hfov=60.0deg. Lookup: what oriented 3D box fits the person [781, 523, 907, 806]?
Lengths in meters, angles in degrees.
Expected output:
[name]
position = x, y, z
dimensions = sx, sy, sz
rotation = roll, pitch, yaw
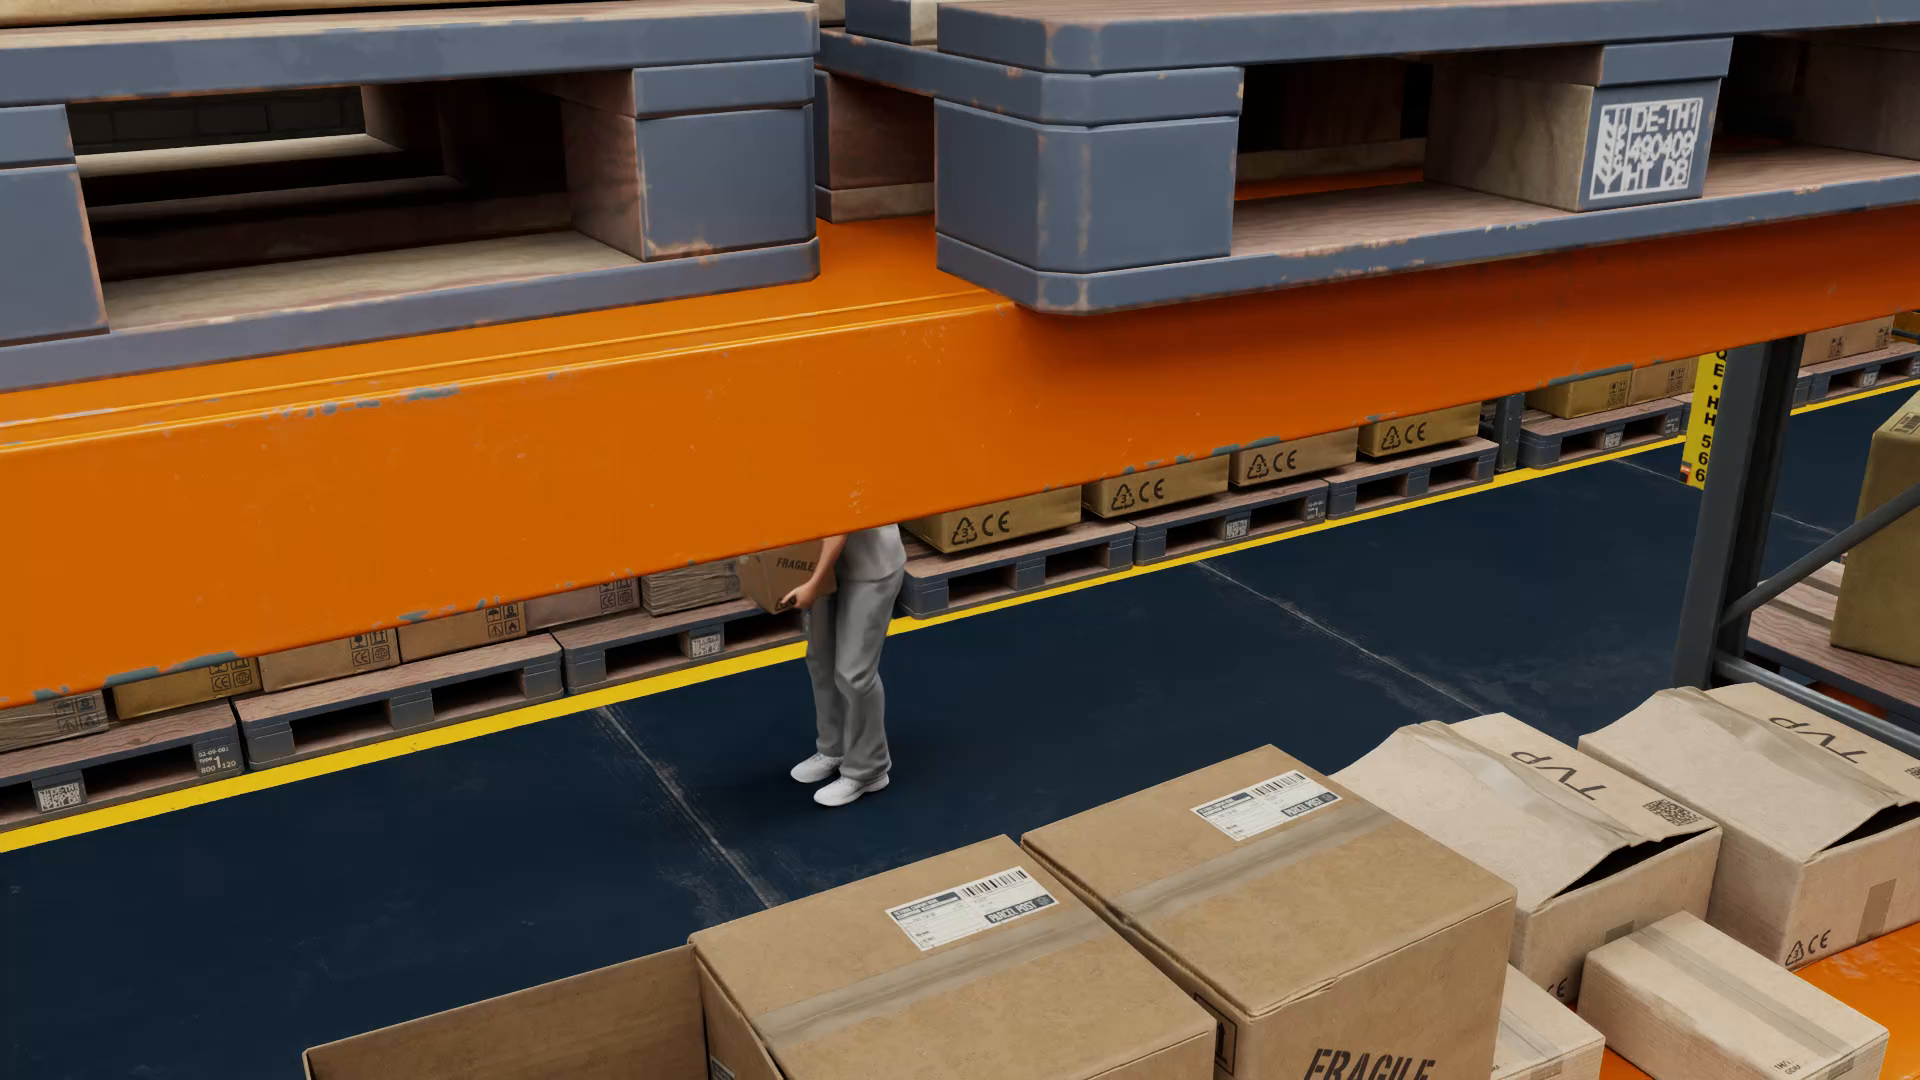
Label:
[person]
position = -0.444, 0.131, 5.787
dimensions = 0.512, 1.664, 0.411
rotation = -13, 25, -29
